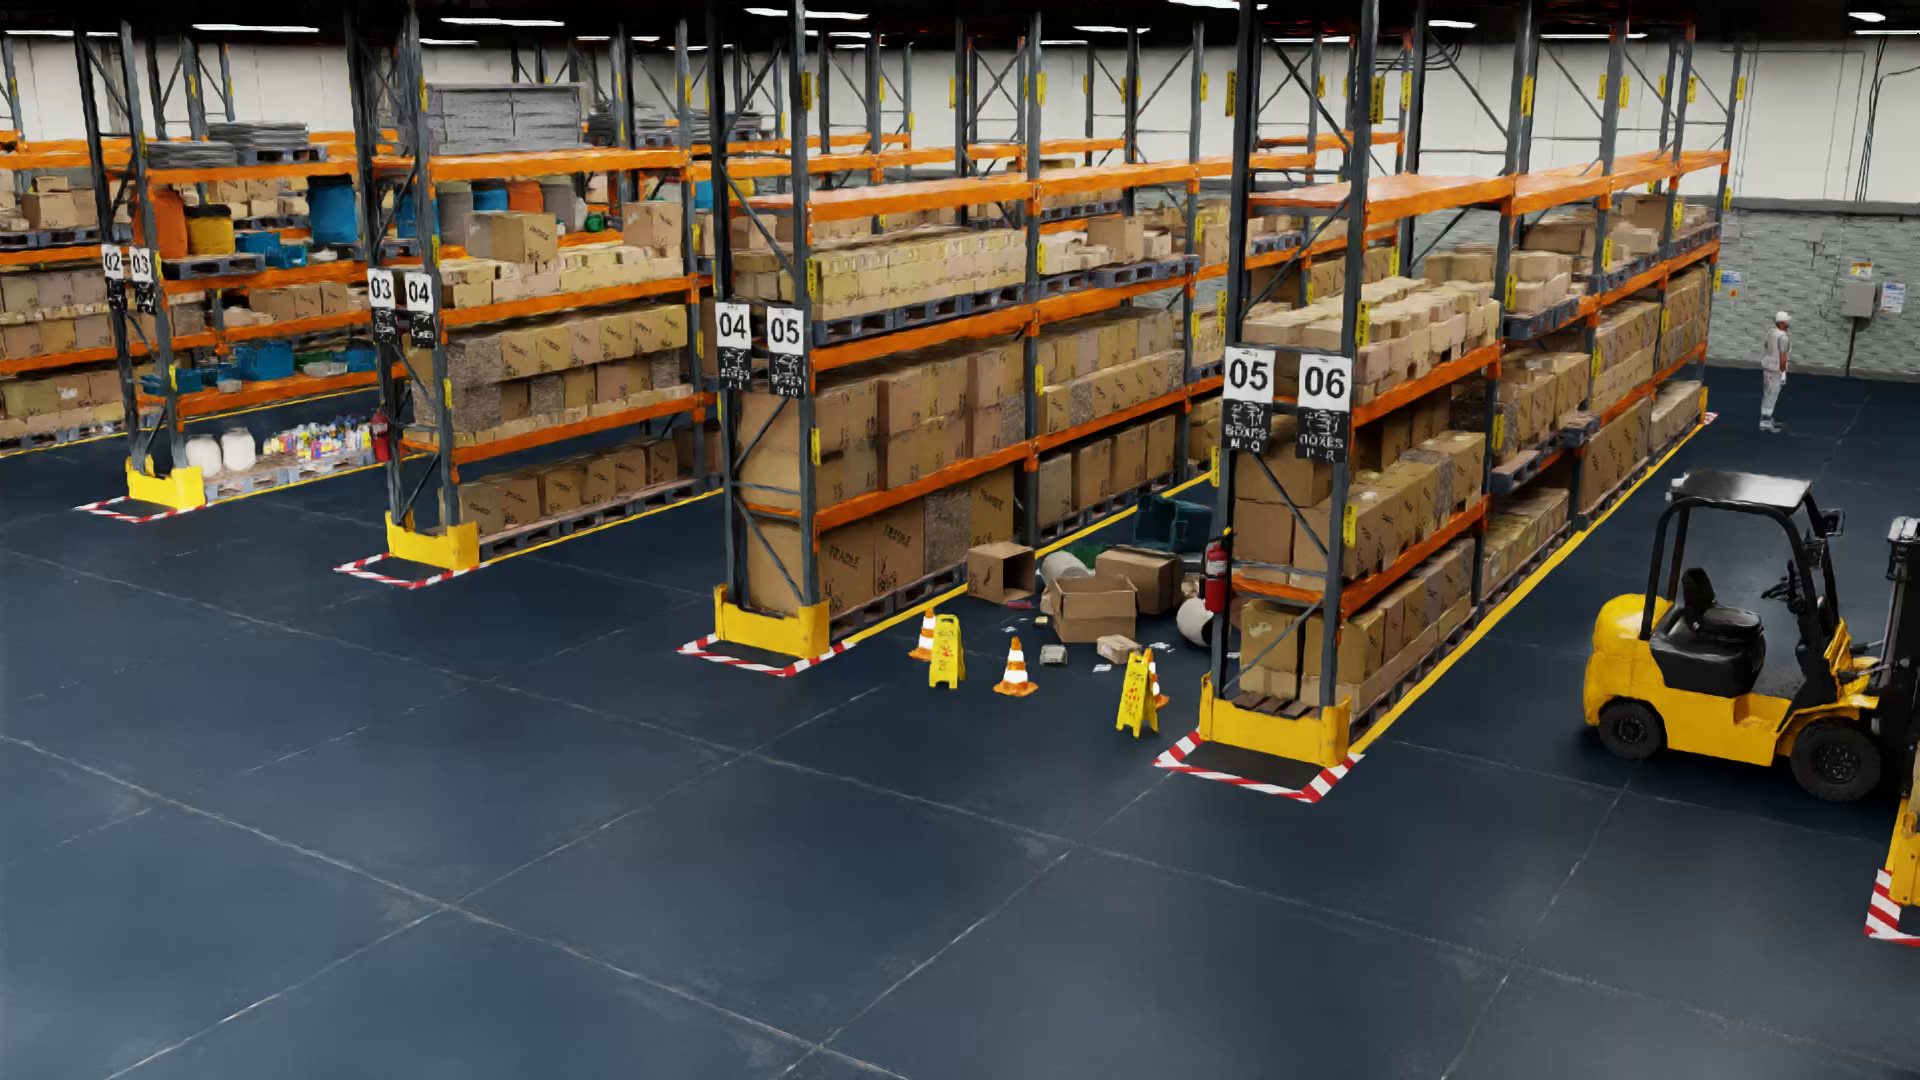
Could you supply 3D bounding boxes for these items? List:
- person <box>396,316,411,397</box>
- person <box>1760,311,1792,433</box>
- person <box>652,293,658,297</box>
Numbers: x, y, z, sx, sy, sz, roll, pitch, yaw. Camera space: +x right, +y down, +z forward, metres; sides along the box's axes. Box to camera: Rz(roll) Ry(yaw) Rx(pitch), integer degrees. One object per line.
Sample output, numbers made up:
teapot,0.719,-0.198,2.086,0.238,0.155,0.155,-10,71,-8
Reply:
person,-9.380,-3.276,27.732,0.580,1.715,1.102,7,17,24
person,12.264,-2.538,24.938,0.443,1.787,0.600,1,16,2
person,-6.969,-5.988,37.388,0.493,1.783,0.648,11,19,35
